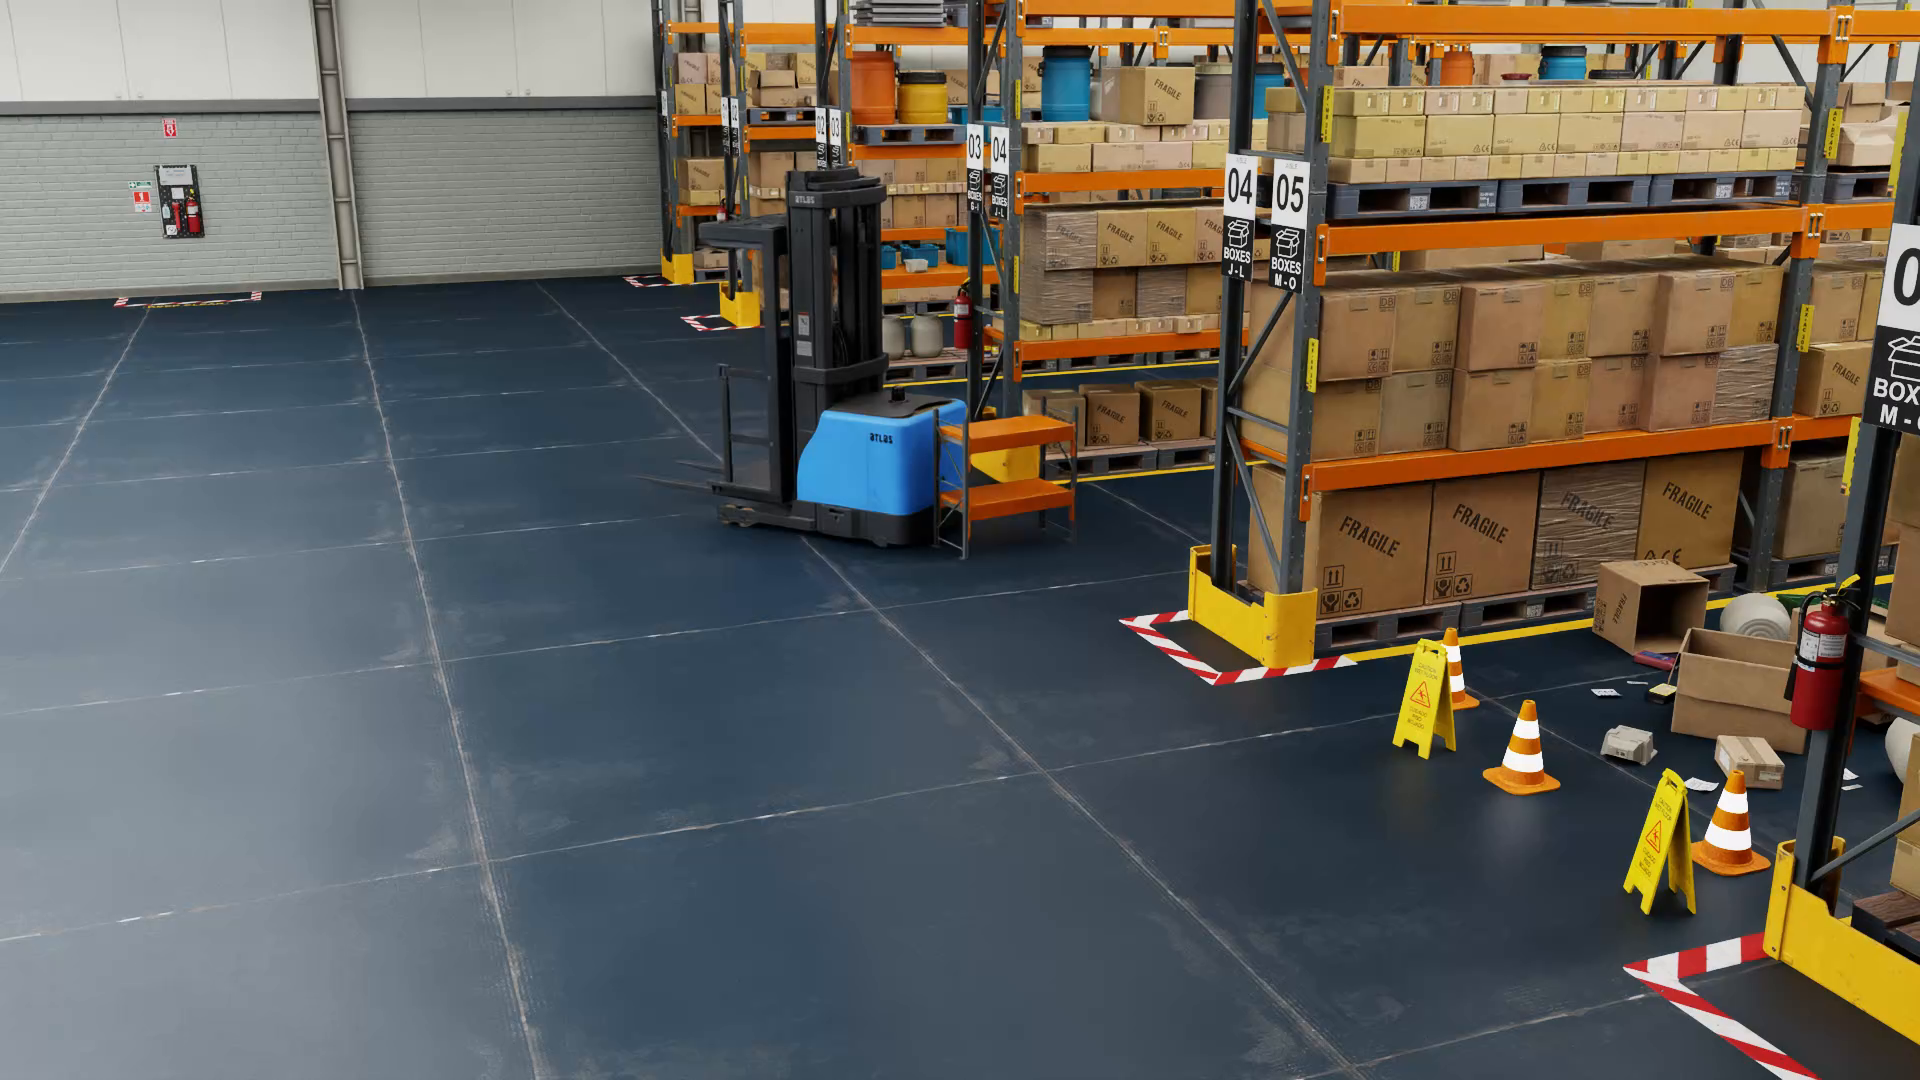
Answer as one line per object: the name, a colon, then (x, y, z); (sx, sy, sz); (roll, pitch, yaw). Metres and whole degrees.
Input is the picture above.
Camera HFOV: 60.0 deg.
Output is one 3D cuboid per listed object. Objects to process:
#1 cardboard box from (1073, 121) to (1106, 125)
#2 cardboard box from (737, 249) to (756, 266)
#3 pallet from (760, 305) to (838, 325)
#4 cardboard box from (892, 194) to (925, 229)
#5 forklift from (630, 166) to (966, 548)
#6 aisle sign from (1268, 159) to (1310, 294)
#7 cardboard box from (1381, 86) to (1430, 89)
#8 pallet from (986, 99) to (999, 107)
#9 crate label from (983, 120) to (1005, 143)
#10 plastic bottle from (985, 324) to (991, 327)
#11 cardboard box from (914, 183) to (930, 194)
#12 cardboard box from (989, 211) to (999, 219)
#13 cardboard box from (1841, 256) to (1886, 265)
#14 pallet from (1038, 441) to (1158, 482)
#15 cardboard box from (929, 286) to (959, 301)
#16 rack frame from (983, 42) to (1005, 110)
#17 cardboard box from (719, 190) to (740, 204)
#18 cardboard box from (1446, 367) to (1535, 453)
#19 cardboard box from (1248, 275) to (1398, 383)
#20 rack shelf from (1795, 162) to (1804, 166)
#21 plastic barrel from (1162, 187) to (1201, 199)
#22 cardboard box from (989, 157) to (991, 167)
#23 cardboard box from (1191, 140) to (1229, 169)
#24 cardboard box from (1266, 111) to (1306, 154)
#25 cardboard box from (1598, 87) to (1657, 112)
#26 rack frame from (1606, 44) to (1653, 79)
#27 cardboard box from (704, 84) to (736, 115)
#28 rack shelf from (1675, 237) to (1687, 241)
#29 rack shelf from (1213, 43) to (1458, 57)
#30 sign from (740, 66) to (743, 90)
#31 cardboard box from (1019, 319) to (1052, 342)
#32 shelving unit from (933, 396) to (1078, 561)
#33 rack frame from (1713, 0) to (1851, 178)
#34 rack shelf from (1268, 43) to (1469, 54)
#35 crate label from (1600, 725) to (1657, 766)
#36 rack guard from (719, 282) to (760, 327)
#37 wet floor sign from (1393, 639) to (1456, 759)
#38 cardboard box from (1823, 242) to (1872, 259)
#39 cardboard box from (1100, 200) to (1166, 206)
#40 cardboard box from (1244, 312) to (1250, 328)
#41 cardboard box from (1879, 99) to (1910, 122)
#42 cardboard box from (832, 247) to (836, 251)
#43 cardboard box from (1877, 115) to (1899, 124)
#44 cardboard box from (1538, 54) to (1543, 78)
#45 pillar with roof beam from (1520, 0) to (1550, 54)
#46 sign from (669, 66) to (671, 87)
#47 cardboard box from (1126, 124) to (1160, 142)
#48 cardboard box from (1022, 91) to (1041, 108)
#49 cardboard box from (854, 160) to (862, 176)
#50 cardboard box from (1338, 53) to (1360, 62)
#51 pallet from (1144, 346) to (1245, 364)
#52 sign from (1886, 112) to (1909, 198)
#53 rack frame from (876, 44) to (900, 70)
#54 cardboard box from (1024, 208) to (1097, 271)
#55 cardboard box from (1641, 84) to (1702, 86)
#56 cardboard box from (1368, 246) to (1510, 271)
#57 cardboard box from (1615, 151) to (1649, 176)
cardboard box: (1.178, -3.840, 15.585); (0.250, 0.149, 0.380); (-6, 17, -20)
cardboard box: (-3.804, -5.022, 29.367); (0.500, 0.311, 0.500); (-5, 17, -15)
pallet: (-2.539, -3.445, 24.954); (1.213, 0.211, 1.003); (-6, 17, -20)
cardboard box: (-0.875, -4.995, 25.106); (0.500, 0.500, 0.700); (-6, 17, -19)
forklift: (-1.463, -1.630, 13.947); (3.031, 2.935, 1.130); (9, 19, 29)
aisle sign: (2.024, -1.934, 10.246); (0.004, 0.787, 0.394); (-6, 17, -20)
cardboard box: (2.891, -2.924, 11.015); (0.250, 0.149, 0.380); (-6, 17, -19)
pallet: (0.303, -7.889, 30.150); (1.003, 0.211, 1.213); (-6, 17, -20)
crate label: (0.397, -4.861, 19.766); (0.408, 0.251, 0.502); (-6, 17, -20)
plastic bottle: (0.334, -2.614, 21.229); (0.135, 0.276, 0.152); (-6, 17, -20)
cardboard box: (-0.631, -5.271, 24.896); (0.250, 0.149, 0.380); (-6, 17, -20)
cardboard box: (0.769, -5.995, 31.014); (0.500, 0.250, 0.500); (-6, 17, -20)
cardboard box: (7.131, -1.858, 12.651); (0.500, 0.500, 0.700); (-6, 17, -20)
pallet: (1.145, -0.830, 16.050); (1.213, 0.211, 1.003); (-6, 17, -20)
cardboard box: (-0.329, -3.828, 25.444); (0.500, 0.250, 0.500); (-6, 17, -20)
rack frame: (0.497, -7.976, 24.789); (0.127, 3.000, 1.000); (-6, 17, -20)
cardboard box: (-3.965, -5.957, 28.790); (0.500, 0.250, 0.500); (-7, 18, -22)
cardboard box: (3.387, -0.978, 11.340); (0.550, 0.550, 0.875); (-6, 17, -20)
cardboard box: (2.344, -1.390, 10.825); (0.550, 0.550, 0.875); (-6, 17, -20)
rack shelf: (9.641, -4.190, 18.496); (4.000, 0.370, 1.077); (-6, 17, -20)
plastic barrel: (2.735, -3.994, 20.985); (0.708, 0.901, 0.600); (-6, 17, -20)
cardboard box: (0.336, -6.831, 30.579); (0.500, 0.500, 0.700); (-4, 17, -12)
cardboard box: (2.273, -3.592, 15.449); (0.500, 0.250, 0.500); (-6, 17, -18)
cardboard box: (2.340, -2.655, 10.807); (0.500, 0.250, 0.500); (-6, 17, -19)
cardboard box: (4.312, -2.879, 10.862); (0.250, 0.149, 0.380); (-6, 18, -21)
rack frame: (11.702, -9.186, 28.909); (0.127, 3.000, 1.000); (-6, 17, -20)
cardboard box: (-4.099, -7.507, 28.301); (0.500, 0.500, 0.500); (-5, 17, -16)
rack shelf: (11.604, -4.457, 24.729); (4.000, 0.370, 1.077); (-6, 17, -20)
rack shelf: (6.099, -8.044, 27.006); (4.000, 0.370, 1.077); (-6, 17, -20)
sign: (-3.045, -6.444, 23.204); (0.005, 0.325, 0.100); (-6, 17, -20)
cardboard box: (0.654, -1.933, 15.303); (0.250, 0.149, 0.380); (-6, 17, -20)
shelving unit: (0.365, -0.509, 13.336); (1.048, 1.125, 0.538); (-10, 19, -29)
rack frame: (5.718, -4.054, 11.433); (0.127, 3.000, 1.000); (-6, 17, -20)
rack shelf: (8.059, -9.750, 32.817); (4.000, 0.370, 1.077); (-6, 17, -20)
crate label: (3.786, 1.157, 9.415); (0.250, 0.136, 0.298); (13, 21, 37)
rack guard: (-3.261, -3.493, 24.605); (0.348, 0.500, 1.175); (-6, 17, -20)
wet floor sign: (2.665, 0.881, 9.453); (0.232, 0.644, 0.267); (-10, 19, -30)
cardboard box: (9.750, -3.075, 18.567); (0.500, 0.500, 0.500); (-6, 17, -20)
cardboard box: (1.661, -2.980, 15.943); (0.500, 0.500, 0.500); (-6, 17, -20)
cardboard box: (2.757, -2.158, 16.071); (0.250, 0.149, 0.380); (-6, 17, -20)
cardboard box: (10.452, -4.809, 18.739); (0.500, 0.311, 0.500); (-7, 18, -22)
cardboard box: (-1.916, -4.174, 25.291); (0.500, 0.500, 0.500); (-6, 17, -20)
cardboard box: (7.276, -3.056, 12.594); (0.500, 0.311, 0.500); (-7, 18, -22)
cardboard box: (9.802, -8.086, 28.534); (0.500, 0.500, 0.700); (-6, 17, -20)
pillar with roof beam: (13.678, -9.856, 31.191); (0.400, 9.000, 9.100); (-6, 17, -20)
sign: (-4.820, -7.713, 27.666); (0.005, 0.325, 0.100); (-6, 17, -20)
cardboard box: (1.619, -3.704, 15.122); (0.250, 0.149, 0.380); (-6, 17, -20)
cardboard box: (1.075, -6.726, 25.376); (0.500, 0.250, 0.500); (-4, 17, -14)
cardboard box: (-1.789, -5.519, 24.590); (0.500, 0.500, 0.700); (-6, 17, -20)
cardboard box: (7.435, -9.235, 32.413); (0.500, 0.500, 0.500); (-7, 18, -21)
pallet: (2.985, -2.546, 21.892); (1.213, 0.211, 1.003); (-6, 17, -20)
sign: (3.669, -1.492, 6.462); (0.005, 0.325, 0.100); (-6, 17, -20)
rack frame: (-1.279, -9.279, 29.226); (0.127, 3.000, 1.000); (-6, 17, -20)
cardboard box: (0.914, -2.742, 15.132); (0.500, 0.500, 0.500); (-6, 17, -20)
cardboard box: (5.019, -3.153, 11.797); (0.250, 0.149, 0.380); (-6, 18, -21)
cardboard box: (4.830, -3.024, 16.761); (1.000, 1.000, 1.000); (-6, 17, -20)
cardboard box: (4.304, -2.494, 10.968); (0.250, 0.149, 0.380); (-6, 18, -21)
